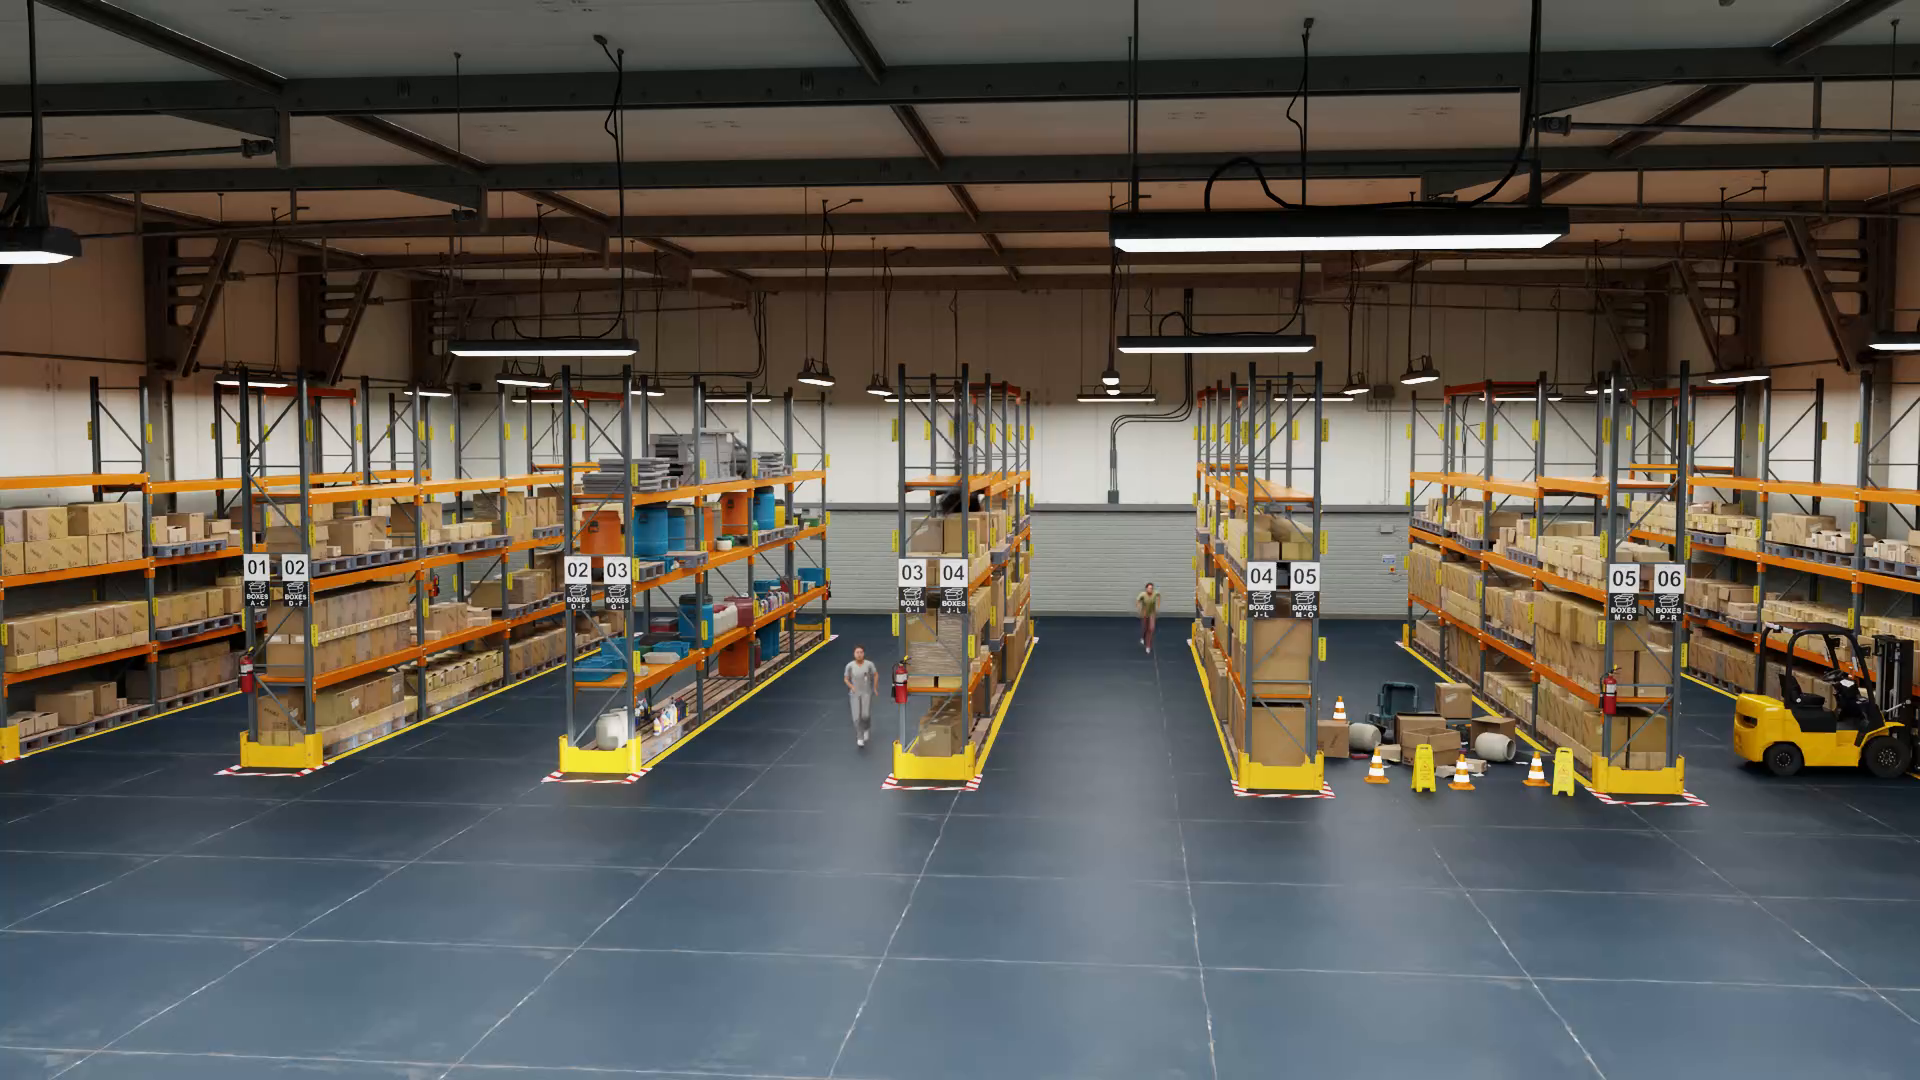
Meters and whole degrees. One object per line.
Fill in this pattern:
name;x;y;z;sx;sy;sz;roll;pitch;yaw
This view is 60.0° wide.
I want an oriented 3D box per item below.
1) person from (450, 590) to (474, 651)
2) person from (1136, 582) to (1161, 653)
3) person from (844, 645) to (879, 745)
person;-10.622;1.881;35.871;0.729;1.732;1.055;0;4;4
person;4.323;1.760;38.409;0.604;1.617;0.991;-1;4;-9
person;-1.577;2.484;26.537;0.544;1.624;0.636;0;4;-1
